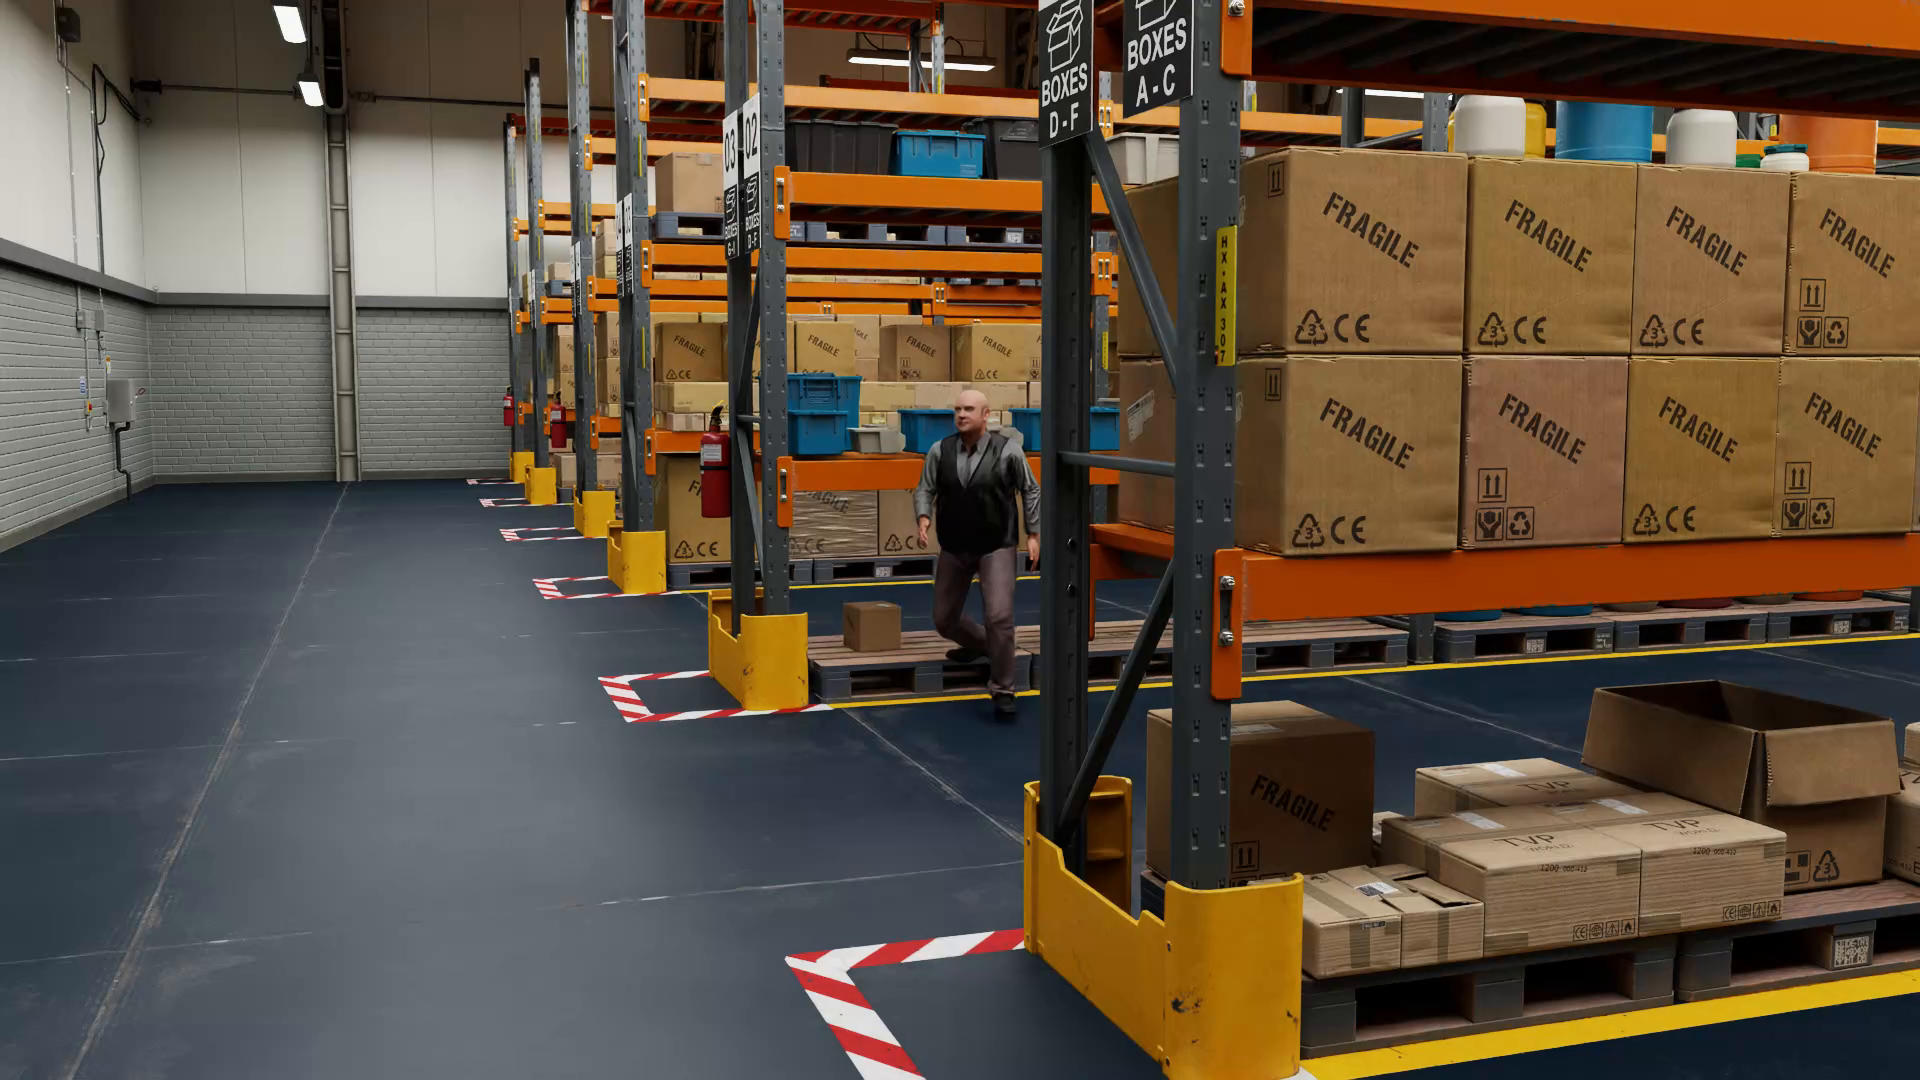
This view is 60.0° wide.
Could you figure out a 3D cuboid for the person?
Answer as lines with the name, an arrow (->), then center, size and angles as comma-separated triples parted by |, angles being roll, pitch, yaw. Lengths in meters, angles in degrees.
person -> 0.113, 0.046, 8.740 | 0.672, 1.665, 0.872 | 2, 6, 24
